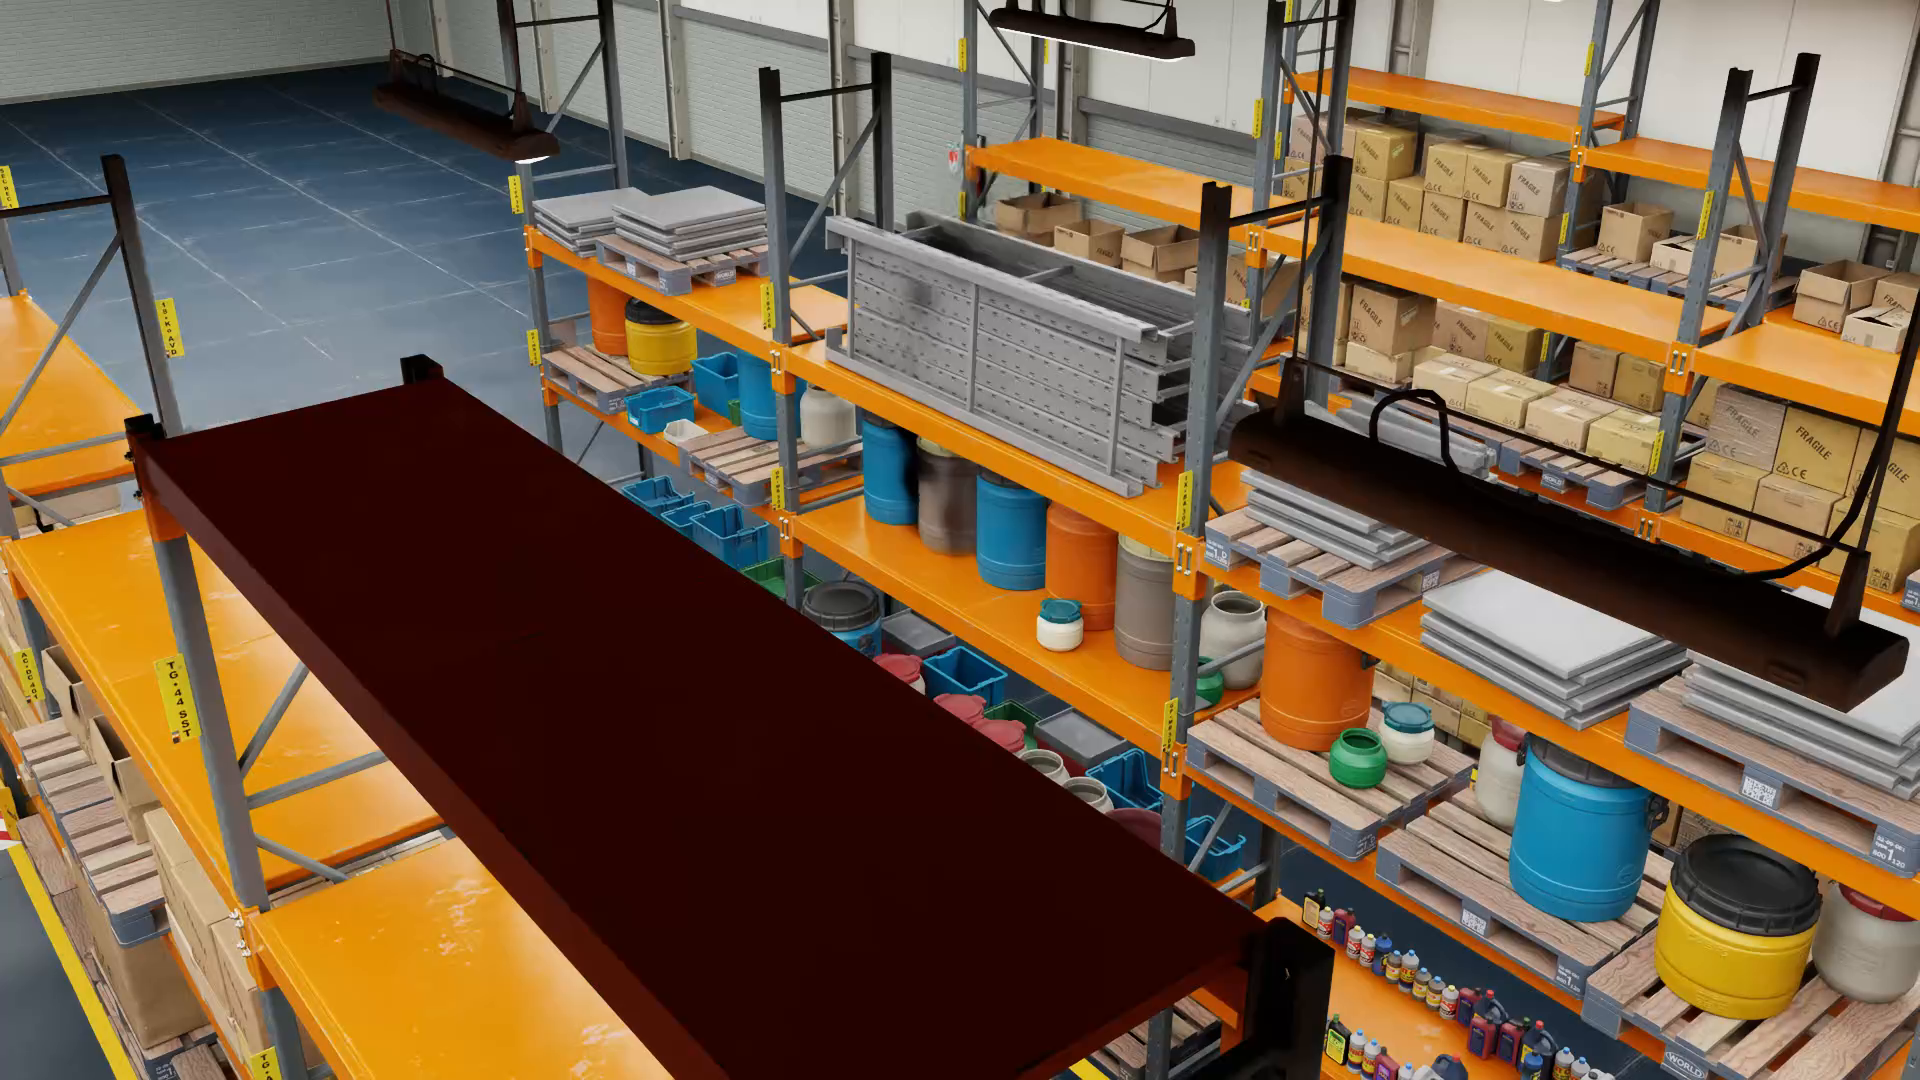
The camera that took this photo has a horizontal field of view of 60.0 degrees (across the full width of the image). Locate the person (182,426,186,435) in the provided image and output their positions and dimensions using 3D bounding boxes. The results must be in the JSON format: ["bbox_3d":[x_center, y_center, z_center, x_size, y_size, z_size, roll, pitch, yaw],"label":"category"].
[{"bbox_3d":[-8.052,-0.435,17.265,0.643,1.648,0.579,-4,26,-7],"label":"person"}]
